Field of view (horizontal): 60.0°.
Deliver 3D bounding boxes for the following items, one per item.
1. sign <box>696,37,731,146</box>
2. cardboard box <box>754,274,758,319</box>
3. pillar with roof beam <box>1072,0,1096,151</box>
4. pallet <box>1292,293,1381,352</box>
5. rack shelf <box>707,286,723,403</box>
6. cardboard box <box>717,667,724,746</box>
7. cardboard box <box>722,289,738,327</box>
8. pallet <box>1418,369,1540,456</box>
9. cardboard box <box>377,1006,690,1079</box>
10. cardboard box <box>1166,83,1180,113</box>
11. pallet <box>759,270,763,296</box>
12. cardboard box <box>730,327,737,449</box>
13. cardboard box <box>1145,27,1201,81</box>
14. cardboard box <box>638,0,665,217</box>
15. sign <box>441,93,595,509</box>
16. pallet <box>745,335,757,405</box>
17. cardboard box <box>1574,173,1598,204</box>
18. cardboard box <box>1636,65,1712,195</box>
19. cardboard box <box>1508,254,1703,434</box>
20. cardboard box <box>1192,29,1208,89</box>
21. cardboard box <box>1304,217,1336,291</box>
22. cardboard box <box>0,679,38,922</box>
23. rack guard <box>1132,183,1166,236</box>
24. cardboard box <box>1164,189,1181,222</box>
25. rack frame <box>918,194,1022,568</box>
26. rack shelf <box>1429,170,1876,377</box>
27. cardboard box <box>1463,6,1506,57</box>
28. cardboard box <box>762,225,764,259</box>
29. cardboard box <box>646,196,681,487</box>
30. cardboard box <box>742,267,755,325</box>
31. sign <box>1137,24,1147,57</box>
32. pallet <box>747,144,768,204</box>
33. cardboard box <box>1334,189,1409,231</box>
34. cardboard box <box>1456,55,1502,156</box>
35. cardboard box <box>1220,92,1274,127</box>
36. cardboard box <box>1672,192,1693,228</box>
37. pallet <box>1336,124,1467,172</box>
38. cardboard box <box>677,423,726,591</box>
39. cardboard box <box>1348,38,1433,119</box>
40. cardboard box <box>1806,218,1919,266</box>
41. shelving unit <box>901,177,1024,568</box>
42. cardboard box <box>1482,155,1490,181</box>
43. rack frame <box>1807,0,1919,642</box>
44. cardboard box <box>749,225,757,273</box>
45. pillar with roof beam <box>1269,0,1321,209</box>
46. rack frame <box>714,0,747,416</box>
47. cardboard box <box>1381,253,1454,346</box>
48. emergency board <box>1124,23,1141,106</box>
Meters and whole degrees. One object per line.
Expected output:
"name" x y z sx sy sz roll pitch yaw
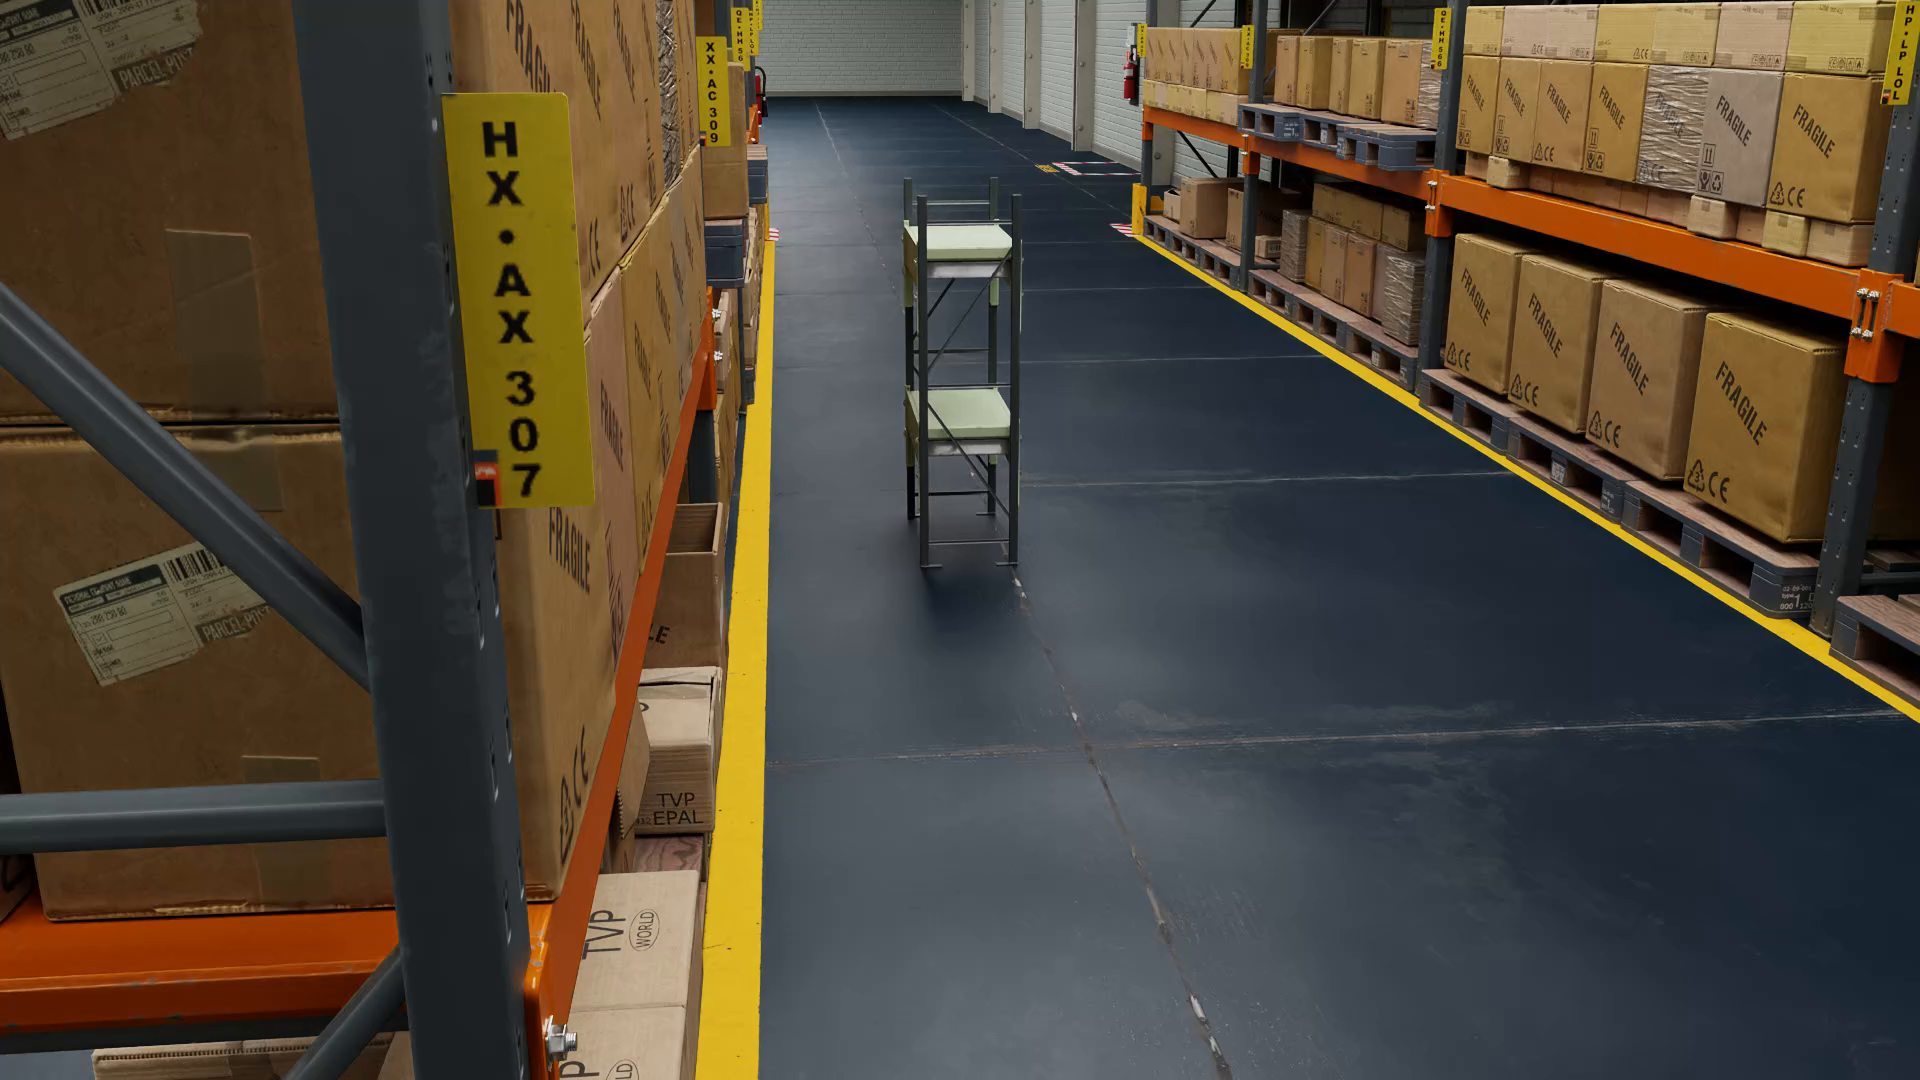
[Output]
"sign" -0.761 -1.376 5.108 0.100 0.325 0.005 -2 18 -6
"cardboard box" -1.639 -1.647 11.304 0.500 0.250 0.500 -1 17 -5
"pillar with roof beam" -2.198 -10.796 26.543 9.100 9.000 0.400 -2 18 -6
"pallet" 3.012 -1.555 11.779 1.003 0.211 1.213 -2 18 -6
"rack shelf" -1.506 -1.197 7.183 1.077 0.370 4.000 -2 18 -6
"cardboard box" -0.861 0.477 4.675 0.380 0.149 0.250 -2 18 -6
"cardboard box" -1.373 -1.223 8.252 0.500 0.250 0.500 -1 17 -4
"pallet" 3.221 -0.723 9.126 1.003 0.211 1.213 -2 18 -6
"cardboard box" -0.713 1.030 2.745 0.500 0.250 0.500 -2 18 -6
"cardboard box" 2.238 -4.150 15.606 0.500 0.250 0.500 -2 18 -7
"pallet" -2.166 -2.236 13.945 1.003 0.211 1.213 -2 18 -6
"cardboard box" -1.330 -0.728 7.926 0.500 0.500 0.500 -2 18 -8
"cardboard box" 2.139 -4.818 16.480 0.500 0.500 0.500 -2 18 -6
"cardboard box" -0.832 -0.874 3.116 0.500 0.500 0.500 -2 18 -6
"sign" -0.348 -0.182 1.305 0.100 0.325 0.005 -2 18 -6
"pallet" -1.759 -1.052 10.176 1.003 0.211 1.213 -2 18 -6
"cardboard box" 3.178 -1.692 7.945 0.380 0.149 0.250 -2 17 -5
"cardboard box" 3.223 -1.729 6.979 0.500 0.500 0.500 -2 18 -6
"cardboard box" 3.244 -0.981 8.180 0.750 0.750 0.750 -2 18 -6
"cardboard box" 2.347 -4.208 14.537 0.500 0.500 0.500 -2 18 -7
"cardboard box" 2.997 -2.128 12.386 0.700 0.500 0.500 -2 18 -7
"cardboard box" -1.204 0.075 1.764 0.500 0.500 0.500 -1 17 -4
"rack guard" 2.397 -3.458 17.358 1.175 0.500 0.348 -2 18 -6
"cardboard box" 2.371 -3.392 16.727 0.500 0.311 0.500 -4 18 -12
"rack frame" 0.037 -0.609 6.611 0.400 1.500 0.023 -2 18 -6
"rack shelf" 3.421 -1.351 7.674 1.077 0.370 4.000 -2 18 -6
"cardboard box" 3.008 -2.695 8.806 0.500 0.250 0.500 -1 17 -4
"cardboard box" -1.918 -2.513 14.063 0.500 0.250 0.500 -2 18 -6
"cardboard box" -0.828 -0.393 3.253 0.500 0.500 0.500 -2 17 -5
"cardboard box" -1.475 -1.457 9.764 0.500 0.311 0.500 -1 17 -4
"sign" 1.849 -5.070 16.873 0.100 0.325 0.005 -2 18 -6
"pallet" -1.573 -1.845 8.365 1.213 0.211 1.003 -2 18 -6
"cardboard box" 3.000 -2.352 11.848 0.500 0.250 0.500 -2 18 -7
"cardboard box" 3.010 -2.337 8.915 0.500 0.500 0.500 -1 17 -4
"cardboard box" 2.451 -3.552 13.699 0.500 0.250 0.500 -2 18 -6
"cardboard box" 3.234 -1.385 6.966 0.380 0.149 0.250 -2 18 -6
"pallet" 3.035 -2.408 10.159 1.213 0.211 1.003 -2 18 -6
"cardboard box" -1.108 -0.113 5.969 0.500 0.500 0.500 -3 18 -8
"cardboard box" 3.005 -3.058 11.008 0.700 0.500 0.500 -2 18 -6
"cardboard box" 3.310 -1.080 5.996 0.380 0.149 0.250 -2 18 -5
"shelving unit" -0.001 -0.718 6.959 0.431 1.500 0.755 -2 18 -6
"cardboard box" 3.035 -1.999 8.923 0.380 0.149 0.250 -2 17 -5
"rack frame" 3.627 -1.098 5.668 1.000 3.000 0.127 -2 18 -6
"cardboard box" -1.689 -2.068 11.711 0.500 0.311 0.500 -2 18 -6
"pillar with roof beam" -0.960 -7.221 15.155 9.100 9.000 0.400 -2 18 -6
"rack frame" -1.713 -2.136 8.973 1.000 3.000 0.127 -2 18 -6
"cardboard box" 3.088 -1.520 10.451 0.700 0.500 0.500 -2 17 -5
"emergency board" 2.486 -7.017 24.520 0.194 1.169 0.643 -2 18 -6
